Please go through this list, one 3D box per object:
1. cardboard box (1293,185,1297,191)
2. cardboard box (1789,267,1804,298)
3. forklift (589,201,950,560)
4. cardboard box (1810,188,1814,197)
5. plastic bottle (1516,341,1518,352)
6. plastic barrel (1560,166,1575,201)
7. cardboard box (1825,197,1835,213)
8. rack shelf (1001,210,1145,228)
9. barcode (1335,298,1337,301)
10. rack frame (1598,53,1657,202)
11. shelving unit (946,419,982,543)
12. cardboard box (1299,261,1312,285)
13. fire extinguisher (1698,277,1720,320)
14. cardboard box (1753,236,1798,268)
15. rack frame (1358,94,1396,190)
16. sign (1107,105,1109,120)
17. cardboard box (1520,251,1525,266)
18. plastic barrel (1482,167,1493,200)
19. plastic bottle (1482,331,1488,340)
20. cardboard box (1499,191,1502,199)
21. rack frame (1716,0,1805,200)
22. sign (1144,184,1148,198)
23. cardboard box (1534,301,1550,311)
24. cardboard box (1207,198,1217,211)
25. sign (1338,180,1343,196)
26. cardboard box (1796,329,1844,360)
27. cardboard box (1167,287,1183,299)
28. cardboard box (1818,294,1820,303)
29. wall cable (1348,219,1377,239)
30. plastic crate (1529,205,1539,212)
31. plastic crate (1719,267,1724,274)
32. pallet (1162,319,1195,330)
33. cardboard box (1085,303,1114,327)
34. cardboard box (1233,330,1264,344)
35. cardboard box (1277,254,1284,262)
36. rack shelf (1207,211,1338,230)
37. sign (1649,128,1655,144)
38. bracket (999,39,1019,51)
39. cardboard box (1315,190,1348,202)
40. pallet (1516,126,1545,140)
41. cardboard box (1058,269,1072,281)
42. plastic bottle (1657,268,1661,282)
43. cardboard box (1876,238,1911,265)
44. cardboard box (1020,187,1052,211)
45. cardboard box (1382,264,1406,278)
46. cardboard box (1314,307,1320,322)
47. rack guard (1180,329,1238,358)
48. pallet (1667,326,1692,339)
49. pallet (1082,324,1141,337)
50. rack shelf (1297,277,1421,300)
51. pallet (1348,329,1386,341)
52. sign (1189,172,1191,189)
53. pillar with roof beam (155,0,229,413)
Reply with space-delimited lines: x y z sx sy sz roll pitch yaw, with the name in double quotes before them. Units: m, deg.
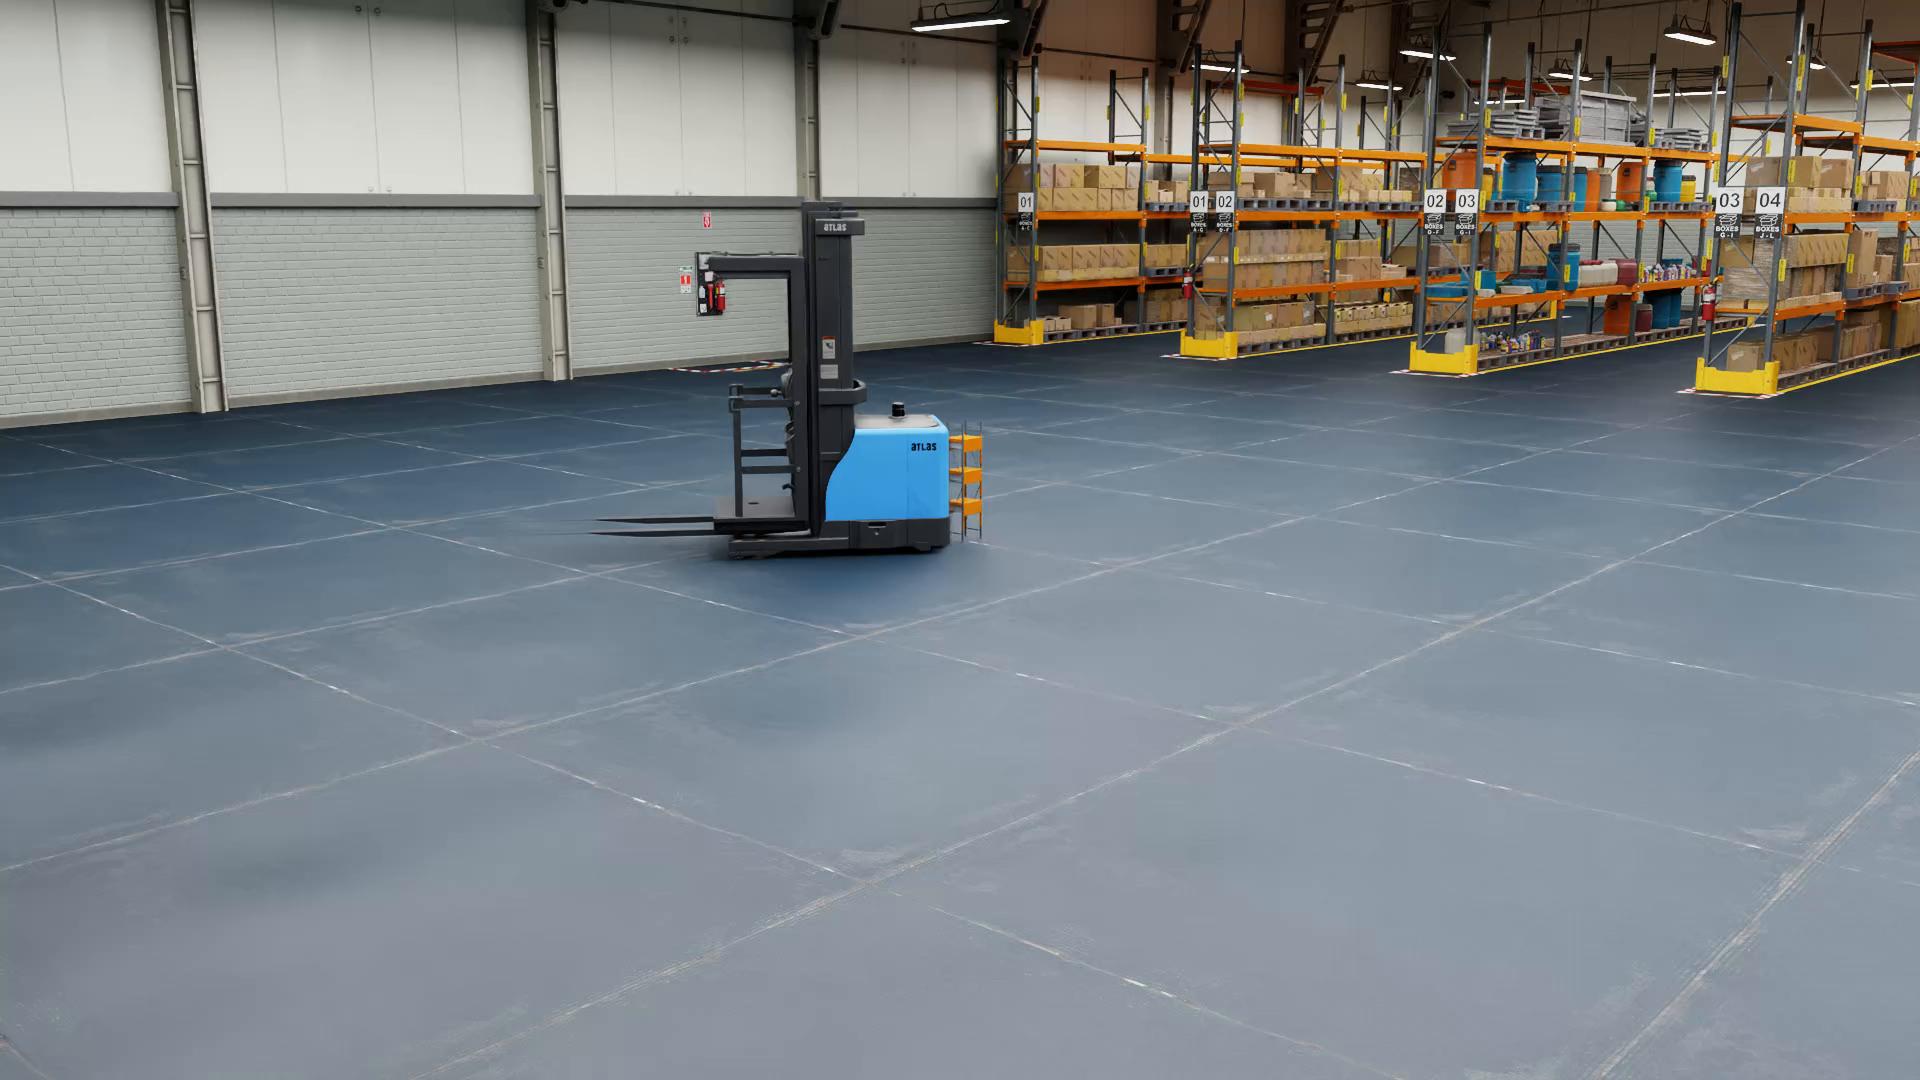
"cardboard box" 6.703 -7.303 34.754 0.500 0.311 0.500 9 14 37
"cardboard box" 13.374 -4.280 27.465 0.875 0.500 0.500 10 15 40
"forklift" -1.641 -1.383 14.150 3.031 2.935 1.130 -1 11 -7
"cardboard box" 13.628 -5.641 27.001 0.380 0.149 0.250 9 14 38
"plastic bottle" 10.456 -3.640 31.301 0.097 0.201 0.097 0 11 0
"plastic barrel" 11.912 -6.995 33.137 0.600 0.901 0.600 0 11 0
"cardboard box" 14.239 -5.584 27.736 0.500 0.250 0.500 10 15 40
"rack shelf" 2.546 -7.184 37.200 1.077 0.370 4.000 10 15 40
"barcode" 8.071 -5.165 35.718 0.001 0.075 0.075 10 15 40
"rack frame" 13.948 -8.610 34.842 1.000 3.000 0.127 10 15 40
"shelving unit" 0.035 -0.523 14.648 0.215 1.050 0.252 10 15 40
"cardboard box" 6.958 -5.625 34.959 0.700 0.500 0.500 10 15 40
"fire extinguisher" 11.966 -3.855 26.552 0.296 0.674 0.183 10 15 40
"cardboard box" 12.956 -4.581 26.422 0.500 0.500 0.500 10 15 40
"rack frame" 11.787 -11.068 47.148 1.000 3.000 0.127 10 15 40
"sign" 3.445 -9.909 38.557 0.100 0.325 0.005 10 15 40
"cardboard box" 14.079 -7.135 42.521 0.500 0.500 0.500 10 15 40
"plastic barrel" 9.325 -6.444 30.105 0.600 0.588 0.600 0 11 0
"plastic bottle" 10.058 -3.841 31.921 0.144 0.351 0.185 10 15 40
"cardboard box" 13.378 -8.579 41.455 0.500 0.250 0.500 10 15 40
"rack frame" 12.388 -6.792 25.743 1.000 3.000 0.127 10 15 40
"sign" 4.279 -8.016 38.206 0.100 0.325 0.005 10 15 40
"cardboard box" 15.337 -6.364 44.173 0.500 0.500 0.500 10 15 40
"cardboard box" 6.234 -8.245 40.850 0.500 0.311 0.500 10 15 40
"sign" 8.007 -7.412 34.982 0.100 0.325 0.005 10 15 40
"cardboard box" 15.450 -3.516 29.917 0.700 0.500 0.500 8 14 36
"cardboard box" 5.311 -6.042 40.645 0.500 0.250 0.500 10 15 40
"cardboard box" 14.380 -4.111 28.274 0.380 0.149 0.250 10 15 40
"wall cable" 11.922 -8.935 49.192 0.084 1.984 1.851 10 15 40
"plastic crate" 10.552 -6.132 30.771 0.243 0.136 0.396 10 15 40
"plastic crate" 18.066 -6.457 39.654 0.416 0.233 0.300 10 15 40
"pallet" 5.184 -5.288 40.647 1.003 0.211 1.213 10 15 40
"cardboard box" 3.211 -5.192 38.307 0.500 0.500 0.500 8 14 36
"cardboard box" 5.798 -4.113 33.596 0.500 0.250 0.500 10 15 40
"cardboard box" 6.385 -5.755 33.954 0.380 0.149 0.250 10 15 41
"rack shelf" 6.269 -6.544 33.996 1.077 0.370 4.000 10 15 40
"sign" 14.366 -8.381 34.523 0.100 0.325 0.005 10 15 40
"bracket" 1.031 -10.587 35.550 0.235 0.232 0.430 10 15 40
"cardboard box" 8.003 -7.413 35.820 0.500 0.250 0.500 -10 15 -42
"pallet" 9.979 -7.427 30.425 1.003 0.211 1.213 10 15 40
"cardboard box" 2.118 -5.817 36.508 0.500 0.250 0.500 9 15 39
"plastic bottle" 15.274 -5.796 36.372 0.061 0.283 0.133 10 15 40
"cardboard box" 18.164 -5.674 32.643 0.797 0.503 0.637 10 15 42
"cardboard box" 1.634 -7.318 35.729 0.500 0.500 0.500 10 15 42
"cardboard box" 9.957 -6.217 38.408 0.500 0.311 0.500 11 16 44
"cardboard box" 7.642 -4.949 36.349 0.500 0.311 0.500 10 15 40
"rack guard" 4.933 -3.902 32.973 1.175 0.500 0.348 10 15 40
"pallet" 16.048 -4.781 38.108 1.003 0.211 1.213 10 15 40
"pallet" 3.449 -4.889 38.652 1.003 0.211 1.213 10 15 40
"rack shelf" 8.910 -5.662 37.236 1.077 0.370 4.000 10 15 40
"pallet" 8.852 -4.647 37.436 1.003 0.211 1.213 10 15 40
"sign" 4.551 -7.070 32.734 0.100 0.325 0.005 10 15 40
"pillar with roof beam" -7.610 -5.723 20.392 9.100 9.000 0.400 10 15 40
